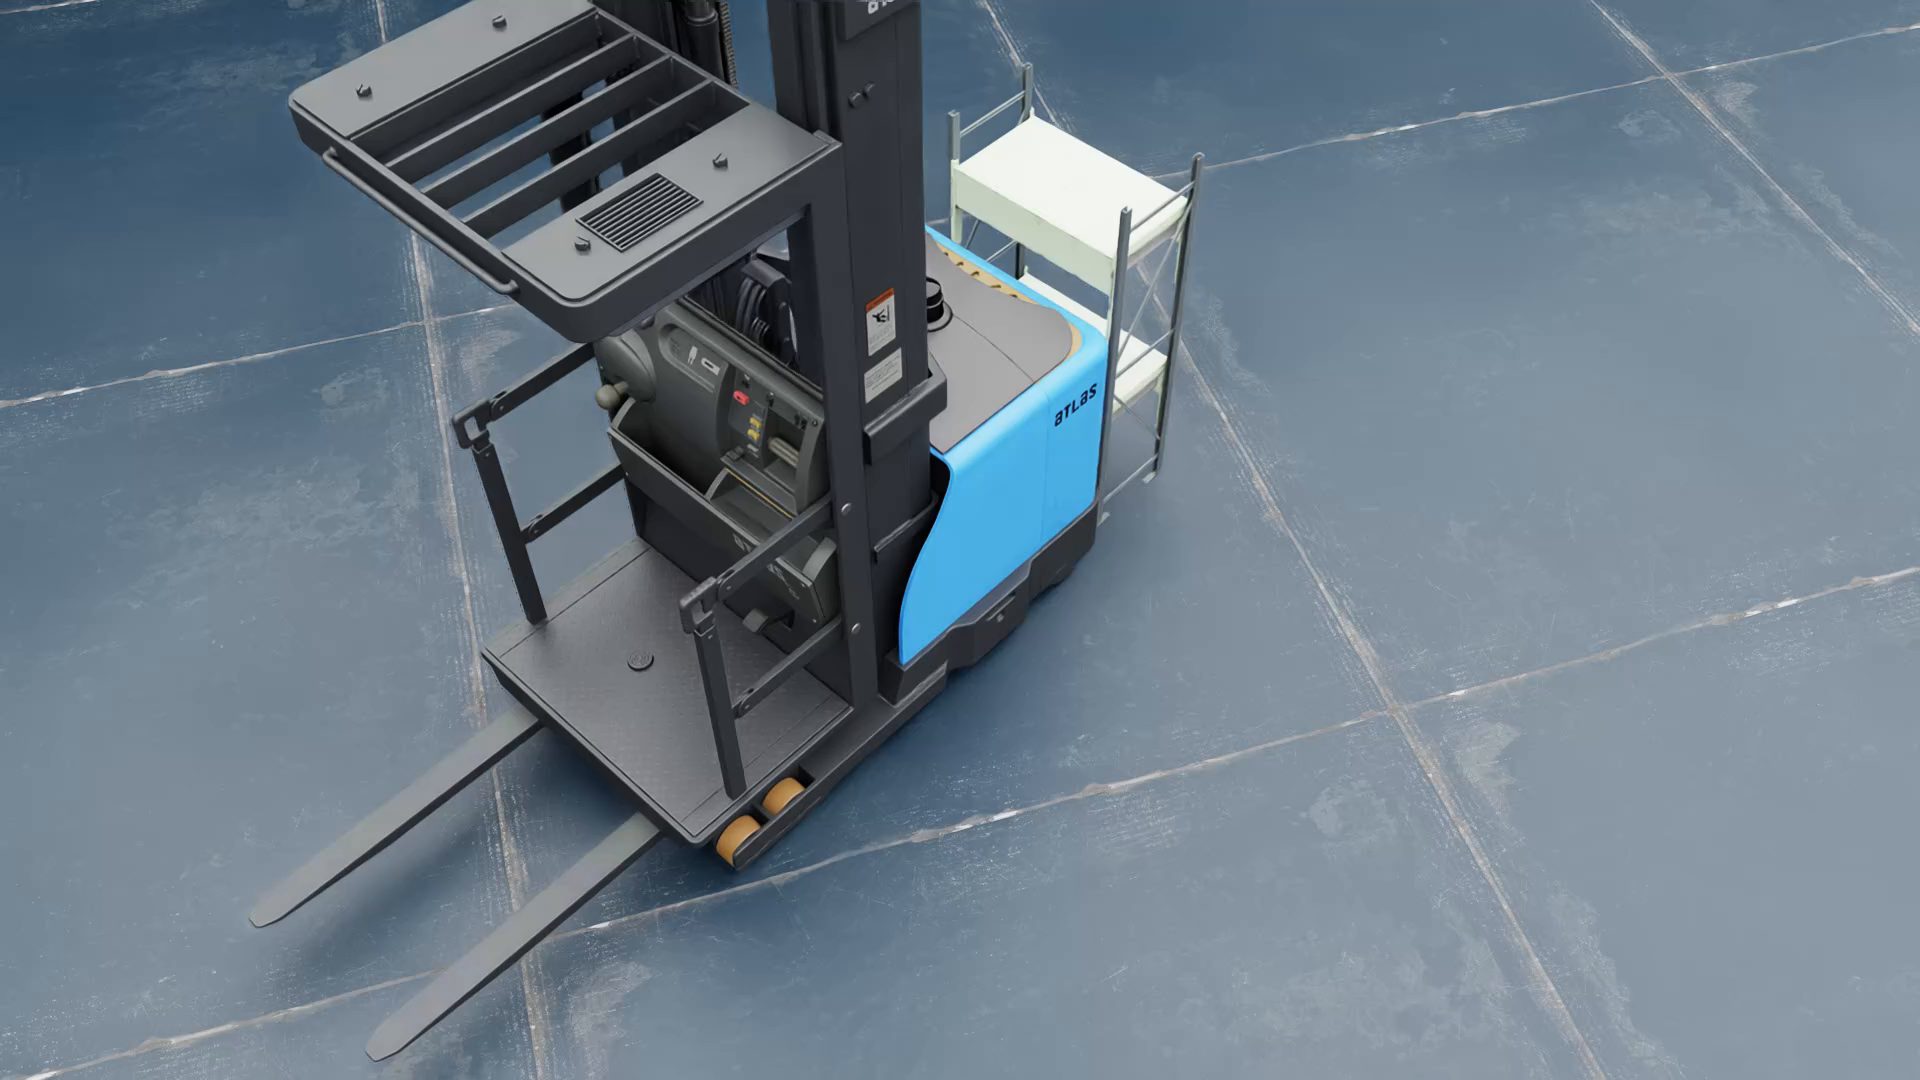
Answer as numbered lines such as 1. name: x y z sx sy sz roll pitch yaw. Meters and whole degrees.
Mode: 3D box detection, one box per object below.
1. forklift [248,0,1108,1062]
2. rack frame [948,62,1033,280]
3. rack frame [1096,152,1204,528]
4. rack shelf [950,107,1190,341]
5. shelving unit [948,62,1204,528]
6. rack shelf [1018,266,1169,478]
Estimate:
1. forklift: -0.871 -0.342 4.621 1.130 2.935 3.031 35 58 26
2. rack frame: 0.104 -1.026 6.134 0.023 1.500 0.400 35 58 26
3. rack frame: 0.640 -0.645 5.812 0.023 1.500 0.400 35 58 26
4. rack shelf: 0.372 -1.087 5.675 0.720 0.370 0.431 35 58 26
5. shelving unit: 0.372 -0.835 5.973 0.755 1.500 0.431 35 58 26
6. rack shelf: 0.372 -0.625 6.222 0.720 0.370 0.431 35 58 26
